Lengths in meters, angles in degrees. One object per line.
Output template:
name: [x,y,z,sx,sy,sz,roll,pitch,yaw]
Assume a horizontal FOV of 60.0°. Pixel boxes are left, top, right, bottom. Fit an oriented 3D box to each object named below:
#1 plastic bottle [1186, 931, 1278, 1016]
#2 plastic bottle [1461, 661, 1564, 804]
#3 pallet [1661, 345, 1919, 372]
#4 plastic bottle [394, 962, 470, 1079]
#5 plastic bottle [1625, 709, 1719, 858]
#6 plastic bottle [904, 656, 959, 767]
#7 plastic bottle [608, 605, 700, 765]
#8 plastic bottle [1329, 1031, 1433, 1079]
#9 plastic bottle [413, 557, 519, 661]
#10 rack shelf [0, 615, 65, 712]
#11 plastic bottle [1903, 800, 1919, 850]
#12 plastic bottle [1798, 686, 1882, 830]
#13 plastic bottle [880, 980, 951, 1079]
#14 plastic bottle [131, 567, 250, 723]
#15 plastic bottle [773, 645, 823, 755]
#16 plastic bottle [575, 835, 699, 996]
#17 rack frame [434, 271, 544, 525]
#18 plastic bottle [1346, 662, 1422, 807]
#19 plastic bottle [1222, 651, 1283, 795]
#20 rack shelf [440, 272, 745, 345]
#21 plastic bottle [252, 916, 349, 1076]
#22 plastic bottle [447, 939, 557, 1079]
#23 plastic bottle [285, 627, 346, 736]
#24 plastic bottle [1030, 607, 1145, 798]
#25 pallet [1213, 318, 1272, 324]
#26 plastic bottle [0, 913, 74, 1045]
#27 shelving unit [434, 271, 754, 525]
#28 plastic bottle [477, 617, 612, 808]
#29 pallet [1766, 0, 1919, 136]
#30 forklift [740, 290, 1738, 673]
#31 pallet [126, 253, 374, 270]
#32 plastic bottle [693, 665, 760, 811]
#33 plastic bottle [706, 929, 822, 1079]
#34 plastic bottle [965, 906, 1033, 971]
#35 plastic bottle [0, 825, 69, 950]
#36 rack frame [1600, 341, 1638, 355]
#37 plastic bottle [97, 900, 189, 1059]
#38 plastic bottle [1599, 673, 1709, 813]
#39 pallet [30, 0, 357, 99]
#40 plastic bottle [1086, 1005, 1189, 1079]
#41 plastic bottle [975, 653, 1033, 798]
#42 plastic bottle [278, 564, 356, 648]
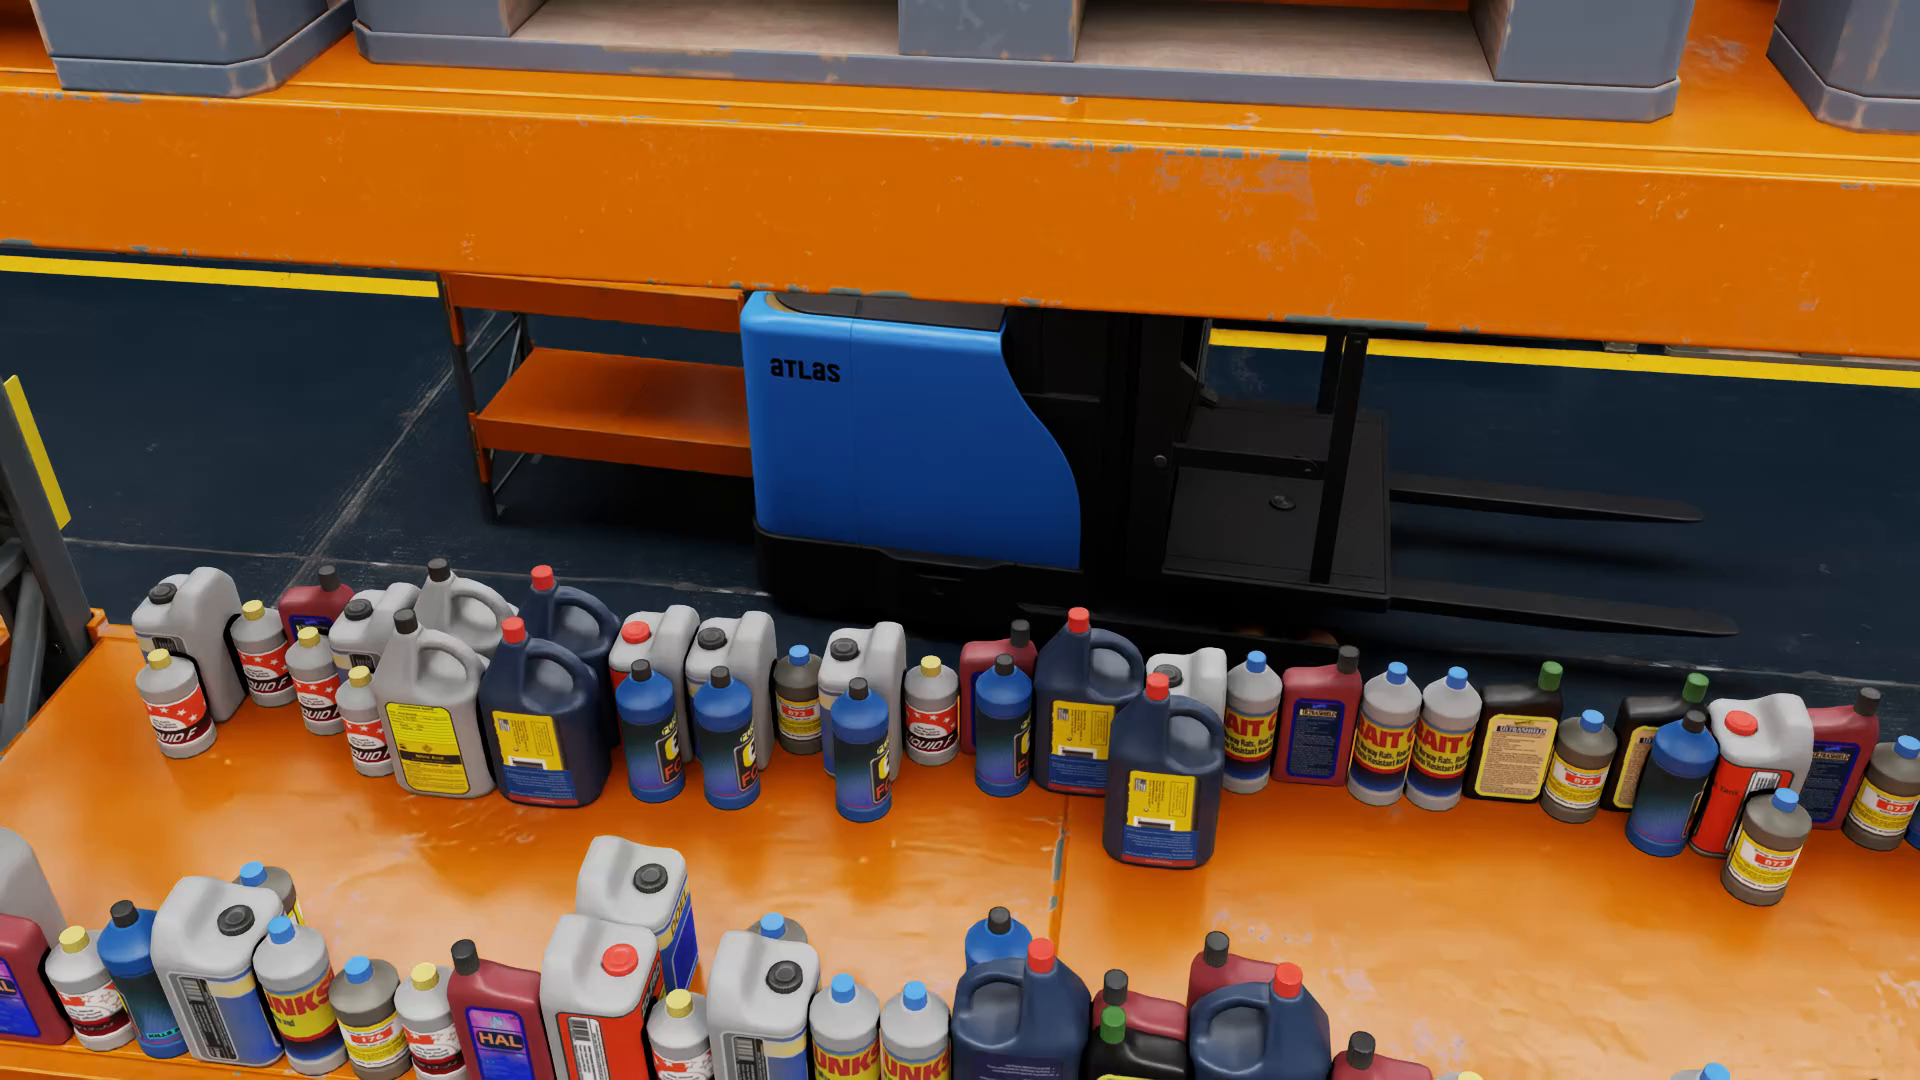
plastic bottle: [0.386,0.662,2.340,0.133,0.283,0.061,4,36,6]
plastic bottle: [0.938,0.322,2.817,0.133,0.283,0.061,4,36,6]
pallet: [3.546,-1.080,7.081,1.213,0.211,1.003,4,36,6]
plastic bottle: [-0.749,0.685,2.379,0.097,0.201,0.097,0,36,0]
plastic bottle: [1.174,0.391,2.731,0.097,0.271,0.097,0,36,0]
plastic bottle: [-0.050,0.292,2.929,0.097,0.201,0.097,0,36,0]
plastic bottle: [-0.532,0.242,2.936,0.135,0.276,0.152,4,36,6]
plastic bottle: [0.551,0.759,2.205,0.133,0.283,0.061,4,36,6]
plastic bottle: [-0.874,0.184,2.953,0.185,0.351,0.144,4,36,6]
rack shelf: [-3.811,0.429,3.186,4.000,0.370,1.077,4,36,6]
plastic bottle: [1.641,0.390,2.732,0.097,0.271,0.097,0,36,0]
plastic bottle: [1.432,0.359,2.766,0.133,0.283,0.061,4,36,6]
plastic bottle: [-0.060,0.708,2.287,0.097,0.271,0.097,0,36,0]
plastic bottle: [-1.395,0.178,3.026,0.135,0.276,0.152,4,36,6]
plastic bottle: [-0.280,0.275,2.953,0.097,0.201,0.097,0,36,0]
plastic bottle: [-0.479,0.569,2.477,0.135,0.276,0.152,4,36,6]
rack frame: [-1.603,-0.656,5.701,0.032,1.125,0.500,6,36,9]
plastic bottle: [0.724,0.322,2.828,0.097,0.271,0.097,0,36,0]
plastic bottle: [0.495,0.305,2.852,0.097,0.271,0.097,0,36,0]
rack shelf: [-1.104,-0.838,5.452,1.000,0.278,0.538,6,36,9]
plastic bottle: [-0.942,0.642,2.379,0.097,0.271,0.097,0,36,0]
plastic bottle: [-0.637,0.670,2.329,0.133,0.283,0.061,4,36,6]
plastic bottle: [-1.152,0.246,2.995,0.097,0.201,0.097,0,36,0]
plastic bottle: [0.219,0.265,2.839,0.185,0.351,0.144,4,36,6]
pallet: [0.792,-1.332,7.435,1.213,0.211,1.003,4,36,6]
plastic bottle: [-1.385,0.615,2.407,0.133,0.283,0.061,4,36,6]
shelving unit: [-1.104,-0.599,5.622,1.048,1.125,0.538,6,36,9]
plastic bottle: [-0.709,0.281,2.817,0.185,0.351,0.144,4,36,6]
pallet: [1.394,-0.677,1.697,1.213,0.211,1.003,4,36,6]
forklift: [0.906,-1.090,4.754,3.031,2.935,1.130,6,36,9]
pallet: [-3.154,-1.625,7.845,1.213,0.211,1.003,4,36,6]
plastic bottle: [-0.396,0.327,2.820,0.097,0.271,0.097,0,36,0]
plastic bottle: [-0.268,0.674,2.330,0.135,0.276,0.152,4,36,6]
plastic bottle: [0.055,0.632,2.393,0.097,0.271,0.097,0,36,0]
plastic bottle: [-1.479,0.520,2.482,0.185,0.351,0.144,4,36,6]
rack frame: [2.771,-2.274,6.354,0.127,3.000,1.000,4,36,6]
plastic bottle: [-1.172,0.625,2.403,0.097,0.271,0.097,0,36,0]
plastic bottle: [1.166,0.339,2.793,0.133,0.283,0.061,4,36,6]
pallet: [-1.037,-0.858,1.951,1.003,0.211,1.213,4,36,6]
plastic bottle: [0.236,0.735,2.238,0.133,0.283,0.061,4,36,6]
plastic bottle: [0.074,0.309,2.846,0.097,0.271,0.097,0,36,0]
plastic bottle: [-1.160,0.165,3.036,0.133,0.283,0.061,4,36,6]
